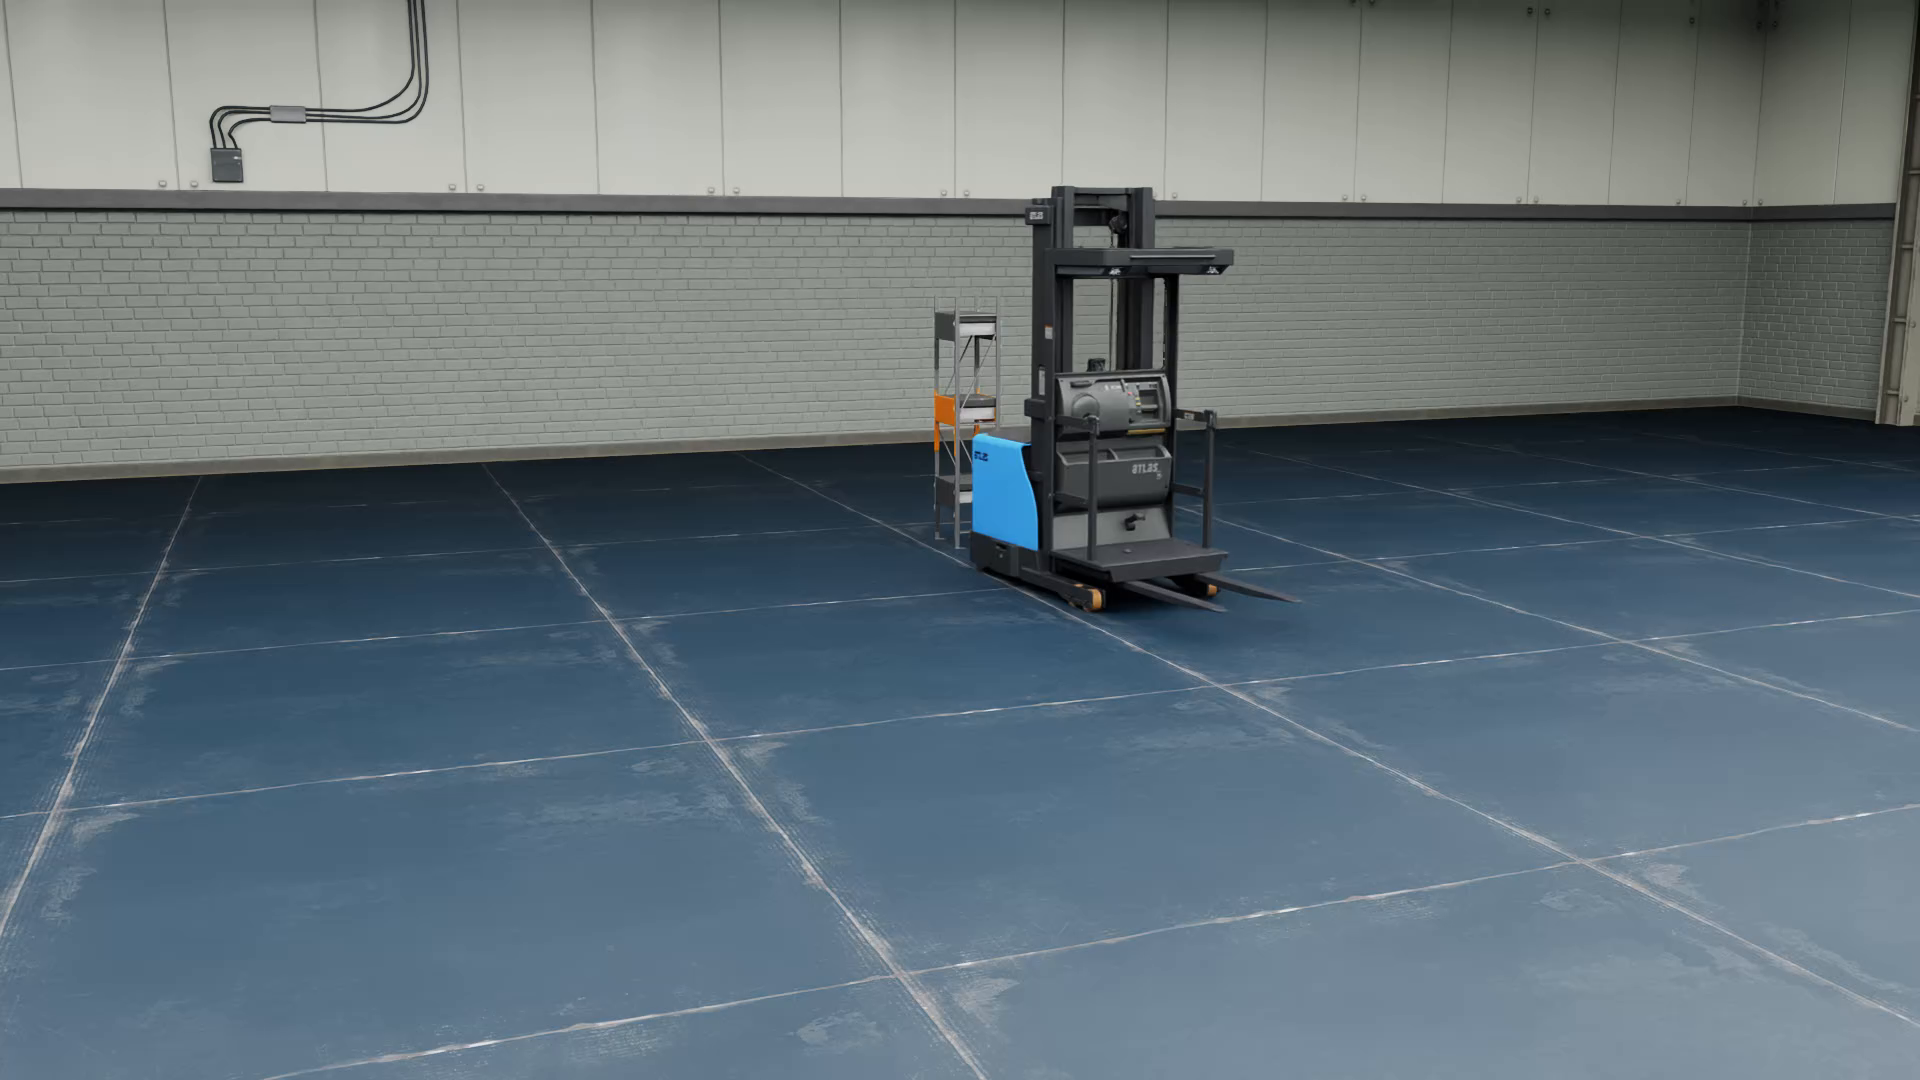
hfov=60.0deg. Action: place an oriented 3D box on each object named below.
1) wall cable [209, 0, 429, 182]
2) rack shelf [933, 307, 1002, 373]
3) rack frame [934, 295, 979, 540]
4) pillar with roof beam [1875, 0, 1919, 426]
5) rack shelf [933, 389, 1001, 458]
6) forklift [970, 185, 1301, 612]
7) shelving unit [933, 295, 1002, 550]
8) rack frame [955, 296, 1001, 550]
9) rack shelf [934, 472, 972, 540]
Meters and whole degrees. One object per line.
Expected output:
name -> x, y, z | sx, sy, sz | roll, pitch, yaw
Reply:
wall cable -> -7.025, -6.920, 17.915 | 2.305, 6.003, 0.169 | -4, 11, -21
rack shelf -> 0.060, -1.683, 13.964 | 0.431, 0.518, 0.480 | -4, 11, -21
rack frame -> -0.028, -1.047, 14.308 | 0.400, 2.100, 0.015 | -4, 11, -21
pillar with roof beam -> 9.303, -5.806, 21.367 | 9.100, 9.000, 0.400 | -4, 11, -21
rack shelf -> 0.060, -0.993, 14.087 | 0.431, 0.518, 0.480 | -4, 11, -21
forklift -> 1.225, -1.030, 11.844 | 1.130, 2.935, 3.031 | -5, 11, -28
shelving unit -> 0.060, -1.007, 14.084 | 0.431, 2.100, 0.503 | -4, 11, -21
rack frame -> 0.148, -0.967, 13.860 | 0.400, 2.100, 0.015 | -4, 11, -21
rack shelf -> 0.060, -0.304, 14.209 | 0.431, 0.518, 0.480 | -4, 11, -21
